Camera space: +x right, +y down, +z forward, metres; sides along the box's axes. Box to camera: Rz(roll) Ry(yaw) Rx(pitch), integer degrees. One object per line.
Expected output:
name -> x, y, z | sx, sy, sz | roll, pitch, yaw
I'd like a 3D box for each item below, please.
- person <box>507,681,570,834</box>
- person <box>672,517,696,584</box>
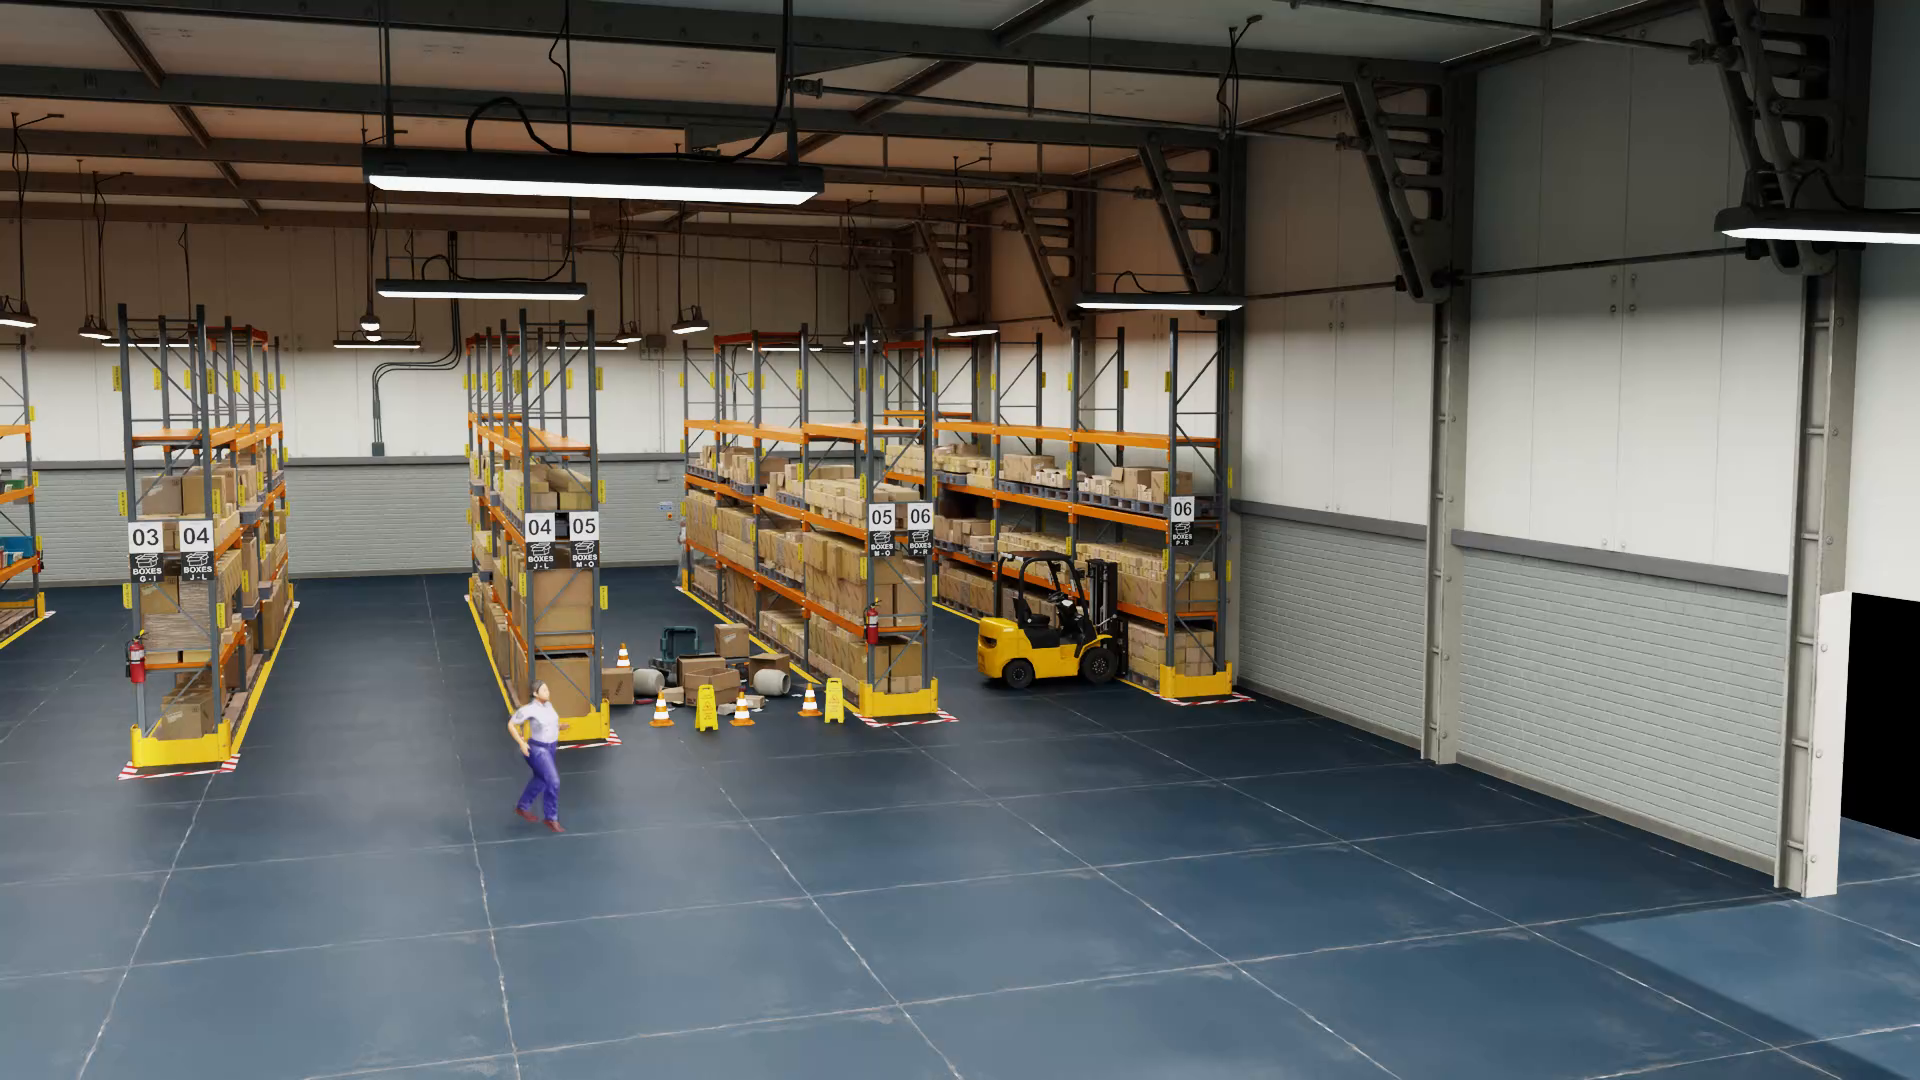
person -> -4.702, 2.423, 18.631 | 0.748, 1.711, 0.579 | 1, 6, 15
person -> -6.749, 0.265, 41.268 | 0.852, 1.709, 0.589 | -1, 5, -5
